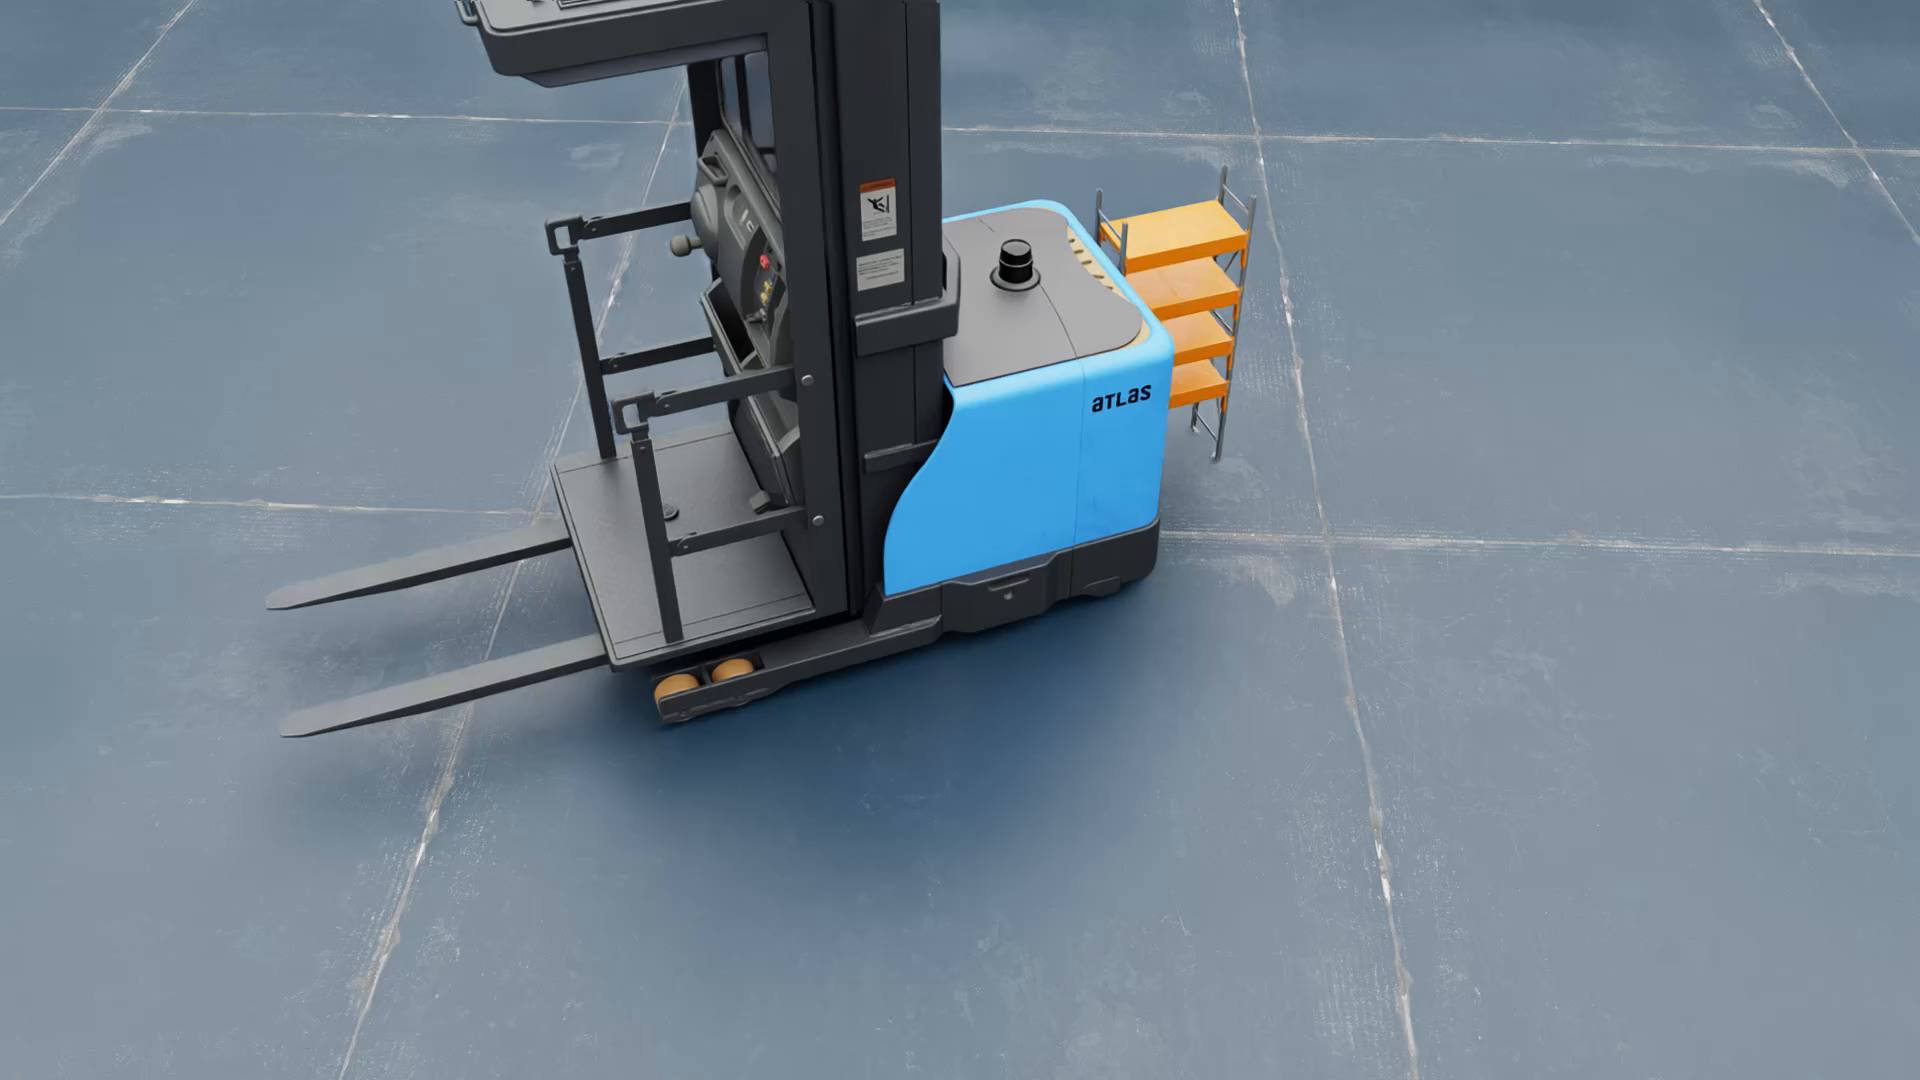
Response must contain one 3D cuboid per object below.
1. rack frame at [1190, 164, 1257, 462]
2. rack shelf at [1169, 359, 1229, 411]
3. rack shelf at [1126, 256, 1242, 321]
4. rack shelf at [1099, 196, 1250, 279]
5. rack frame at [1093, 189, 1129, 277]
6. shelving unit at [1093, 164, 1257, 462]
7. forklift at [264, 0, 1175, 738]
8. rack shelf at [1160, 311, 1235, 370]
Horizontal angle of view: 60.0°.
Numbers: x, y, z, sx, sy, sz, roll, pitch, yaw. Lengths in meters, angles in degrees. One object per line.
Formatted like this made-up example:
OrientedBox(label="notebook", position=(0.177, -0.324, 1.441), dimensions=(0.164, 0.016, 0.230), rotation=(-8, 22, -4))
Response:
OrientedBox(label="rack frame", position=(0.982, -0.825, 6.256), dimensions=(0.015, 1.200, 0.240), rotation=(-14, 45, -15))
OrientedBox(label="rack shelf", position=(0.753, -0.573, 6.375), dimensions=(0.480, 0.148, 0.258), rotation=(-14, 45, -15))
OrientedBox(label="rack shelf", position=(0.753, -0.882, 6.087), dimensions=(0.480, 0.148, 0.258), rotation=(-14, 45, -15))
OrientedBox(label="rack shelf", position=(0.753, -1.055, 5.926), dimensions=(0.480, 0.148, 0.258), rotation=(-14, 45, -15))
OrientedBox(label="rack frame", position=(0.524, -0.710, 6.132), dimensions=(0.015, 1.200, 0.240), rotation=(-14, 45, -15))
OrientedBox(label="shelving unit", position=(0.753, -0.768, 6.194), dimensions=(0.503, 1.200, 0.258), rotation=(-14, 45, -15))
OrientedBox(label="forklift", position=(-0.856, -0.870, 5.034), dimensions=(3.031, 2.935, 1.130), rotation=(-15, 45, -15))
OrientedBox(label="rack shelf", position=(0.753, -0.719, 6.240), dimensions=(0.480, 0.148, 0.258), rotation=(-14, 45, -15))
